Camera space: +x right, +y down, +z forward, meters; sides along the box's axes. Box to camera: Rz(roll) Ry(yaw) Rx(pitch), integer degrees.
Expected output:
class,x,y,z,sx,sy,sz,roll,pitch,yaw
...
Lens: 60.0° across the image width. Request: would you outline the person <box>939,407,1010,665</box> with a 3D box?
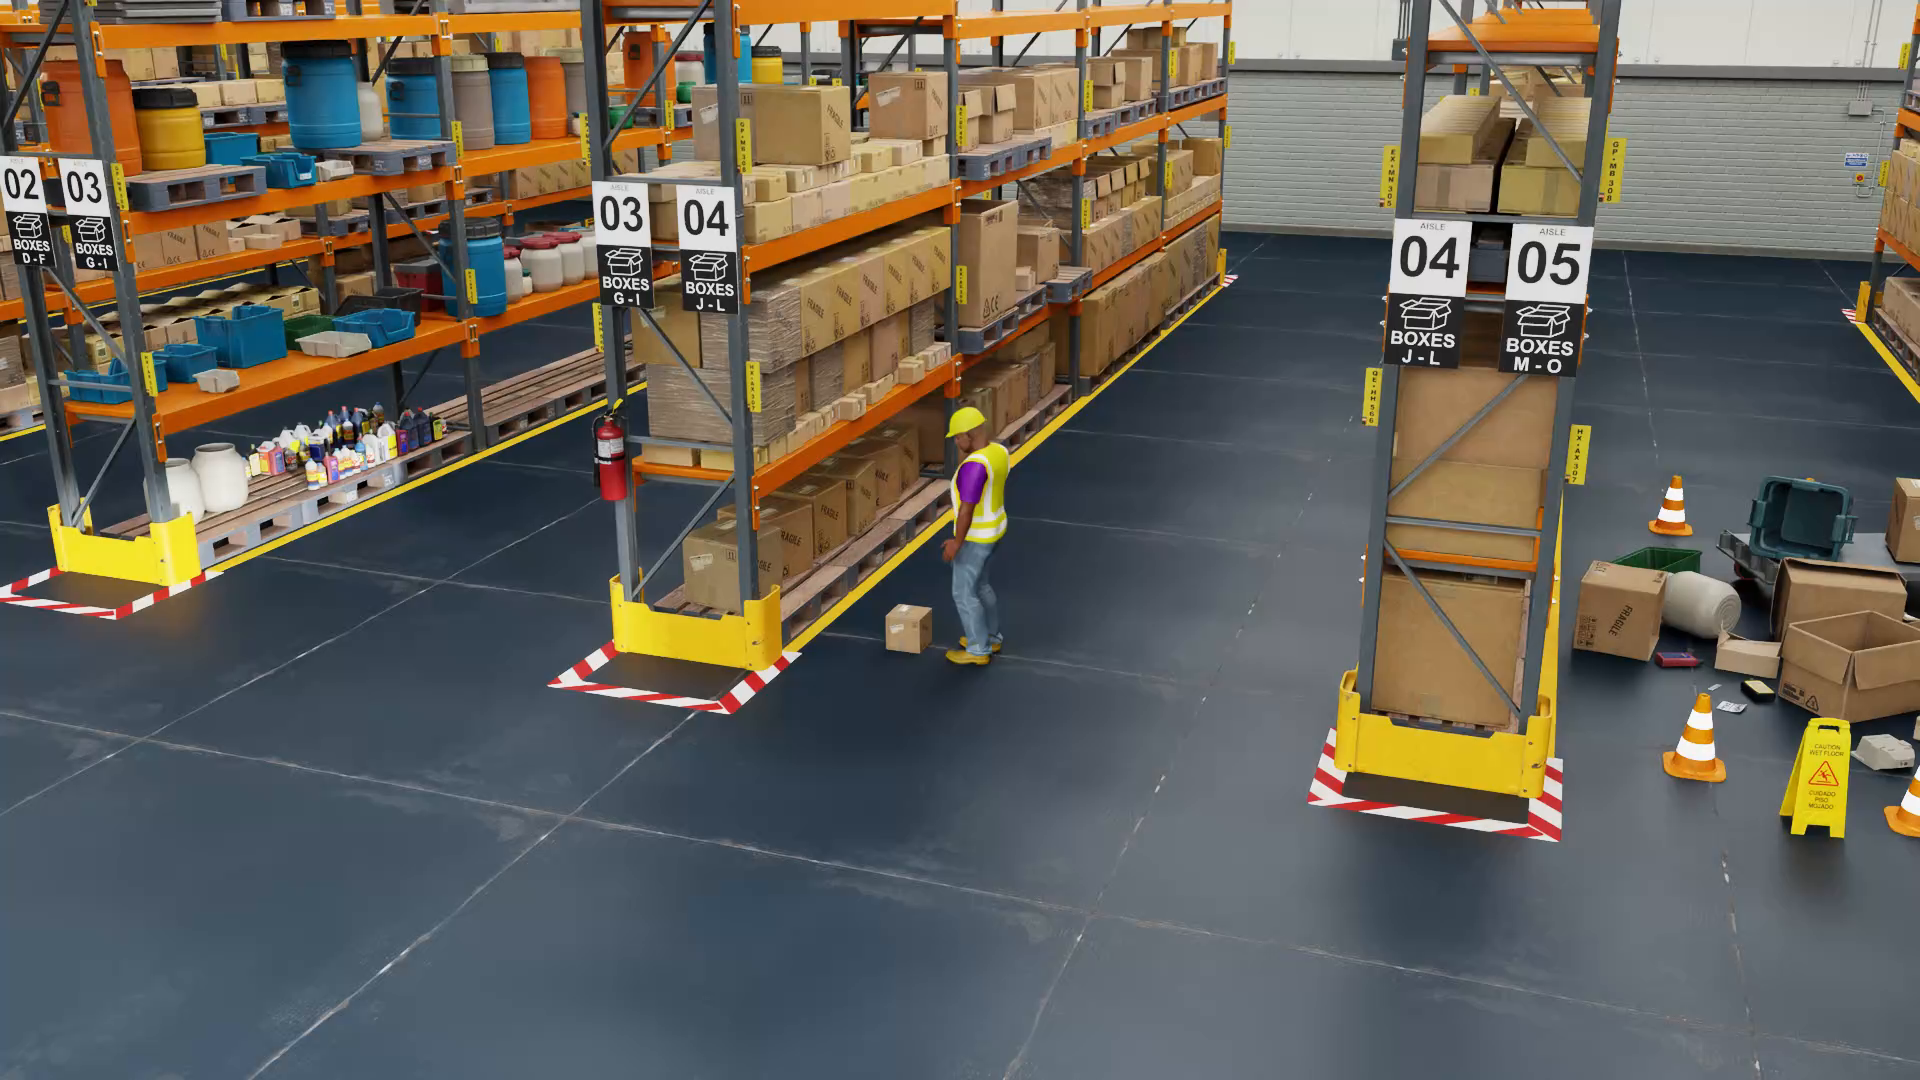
class,x,y,z,sx,sy,sz,roll,pitch,yaw
person,0.096,-0.034,11.151,0.390,1.748,0.575,7,20,19
